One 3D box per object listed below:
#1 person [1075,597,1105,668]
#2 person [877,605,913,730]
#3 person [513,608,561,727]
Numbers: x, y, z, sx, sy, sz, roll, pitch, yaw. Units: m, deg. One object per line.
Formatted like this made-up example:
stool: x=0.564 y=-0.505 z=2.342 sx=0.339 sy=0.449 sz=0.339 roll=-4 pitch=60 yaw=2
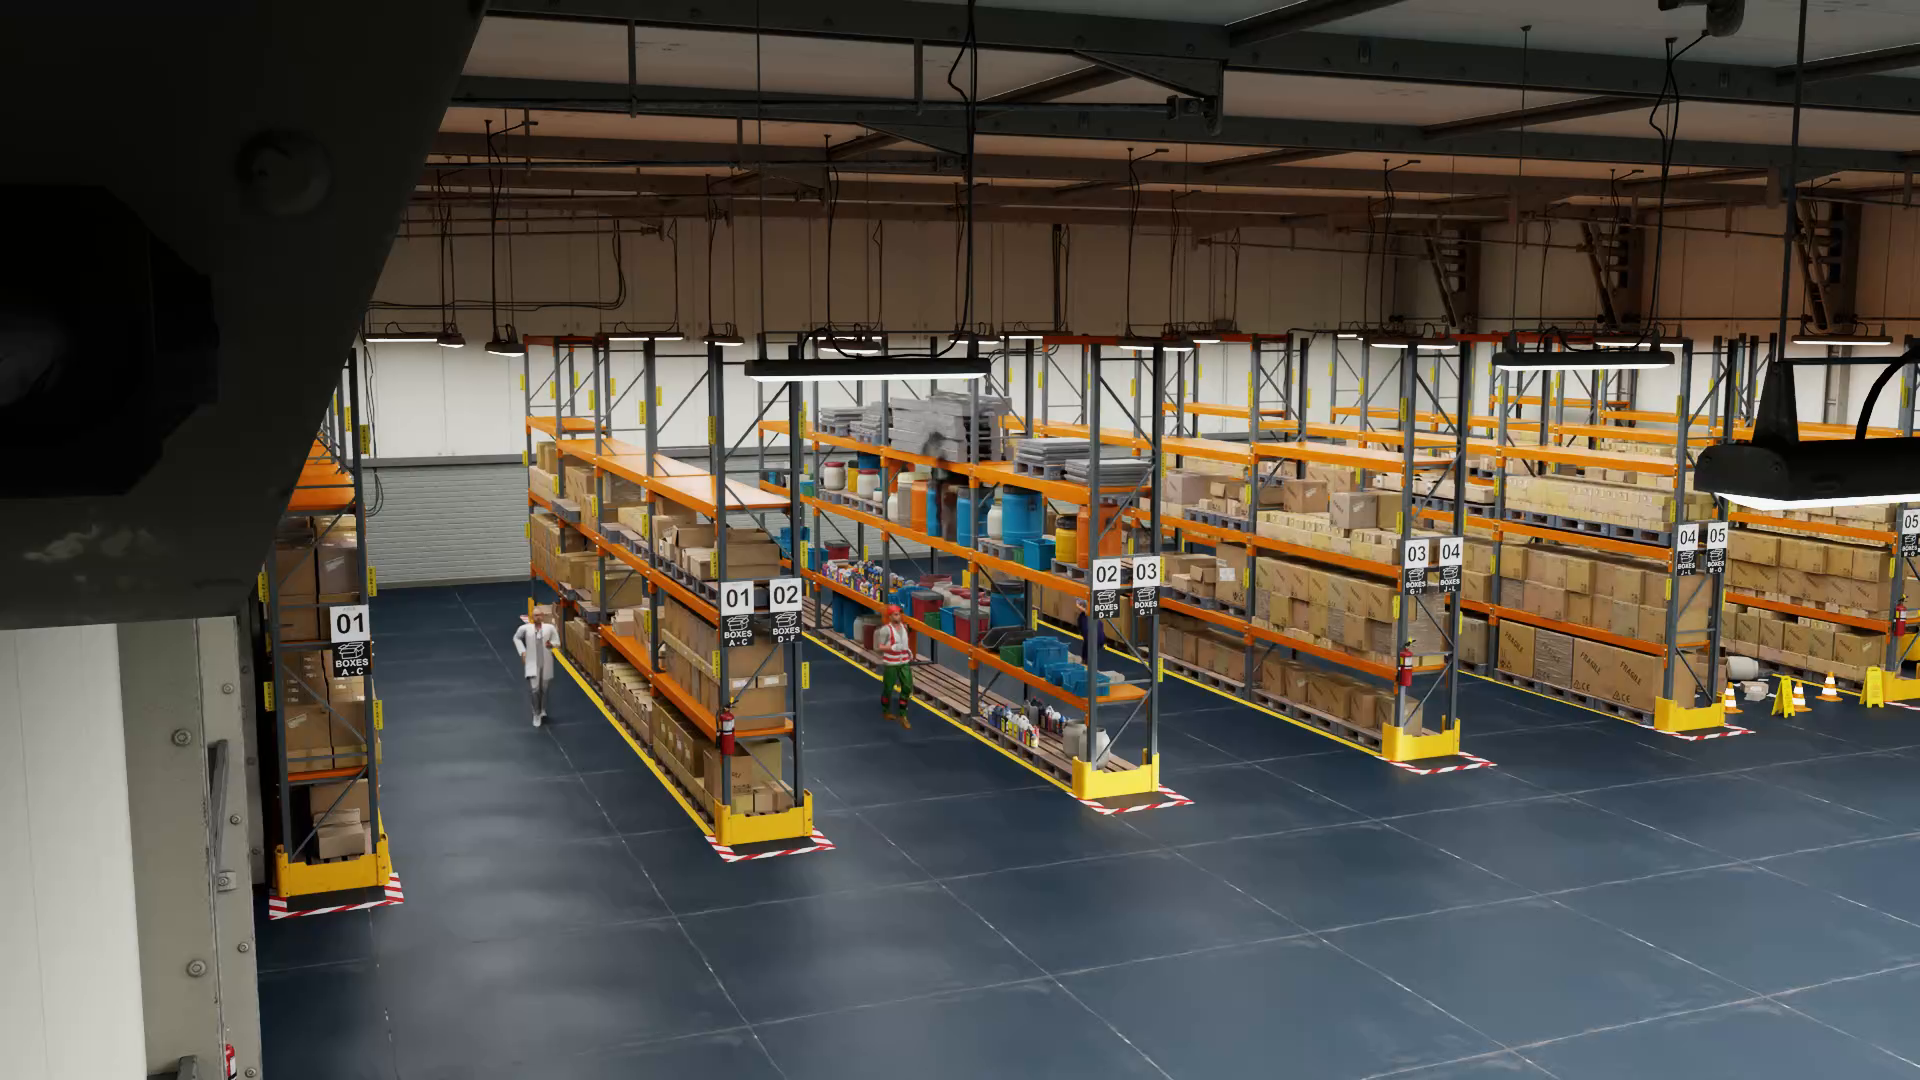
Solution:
person: x=2.303 y=1.444 z=29.076 sx=0.604 sy=1.678 sz=0.581 roll=-4 pitch=8 yaw=-26
person: x=-0.935 y=1.907 z=24.932 sx=0.632 sy=1.879 sz=0.698 roll=-5 pitch=9 yaw=-31
person: x=-6.611 y=1.986 z=26.117 sx=0.682 sy=1.840 sz=0.783 roll=-3 pitch=8 yaw=-23
